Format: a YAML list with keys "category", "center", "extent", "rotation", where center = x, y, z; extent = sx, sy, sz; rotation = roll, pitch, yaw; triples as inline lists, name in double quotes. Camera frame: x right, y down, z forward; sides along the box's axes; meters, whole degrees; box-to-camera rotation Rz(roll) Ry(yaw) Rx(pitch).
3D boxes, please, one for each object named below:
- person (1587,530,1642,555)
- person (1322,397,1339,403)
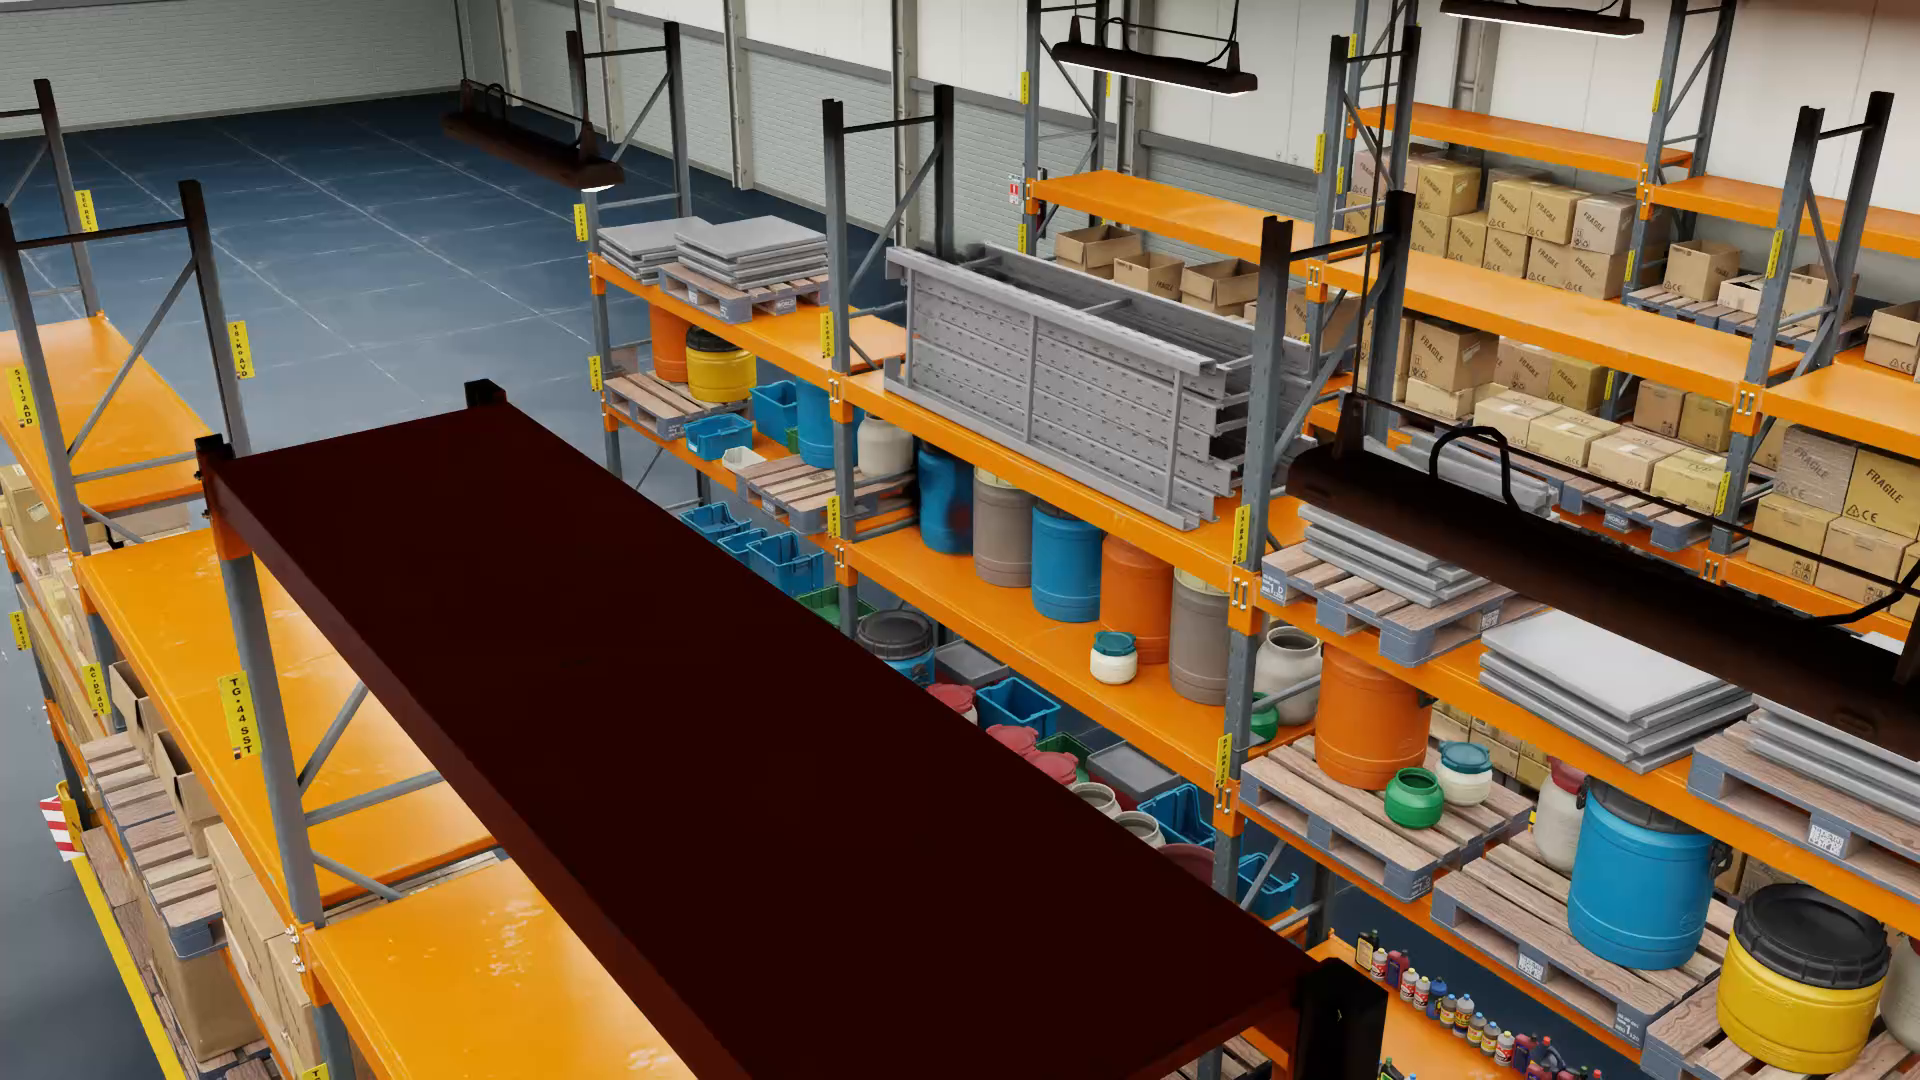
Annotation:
- category: "person"
  center: [6.798, 0.046, 17.027]
  extent: [0.741, 1.574, 0.559]
  rotation: [12, 27, 24]
- category: "person"
  center: [4.464, -0.960, 19.077]
  extent: [0.810, 1.708, 0.680]
  rotation: [1, 25, 3]
